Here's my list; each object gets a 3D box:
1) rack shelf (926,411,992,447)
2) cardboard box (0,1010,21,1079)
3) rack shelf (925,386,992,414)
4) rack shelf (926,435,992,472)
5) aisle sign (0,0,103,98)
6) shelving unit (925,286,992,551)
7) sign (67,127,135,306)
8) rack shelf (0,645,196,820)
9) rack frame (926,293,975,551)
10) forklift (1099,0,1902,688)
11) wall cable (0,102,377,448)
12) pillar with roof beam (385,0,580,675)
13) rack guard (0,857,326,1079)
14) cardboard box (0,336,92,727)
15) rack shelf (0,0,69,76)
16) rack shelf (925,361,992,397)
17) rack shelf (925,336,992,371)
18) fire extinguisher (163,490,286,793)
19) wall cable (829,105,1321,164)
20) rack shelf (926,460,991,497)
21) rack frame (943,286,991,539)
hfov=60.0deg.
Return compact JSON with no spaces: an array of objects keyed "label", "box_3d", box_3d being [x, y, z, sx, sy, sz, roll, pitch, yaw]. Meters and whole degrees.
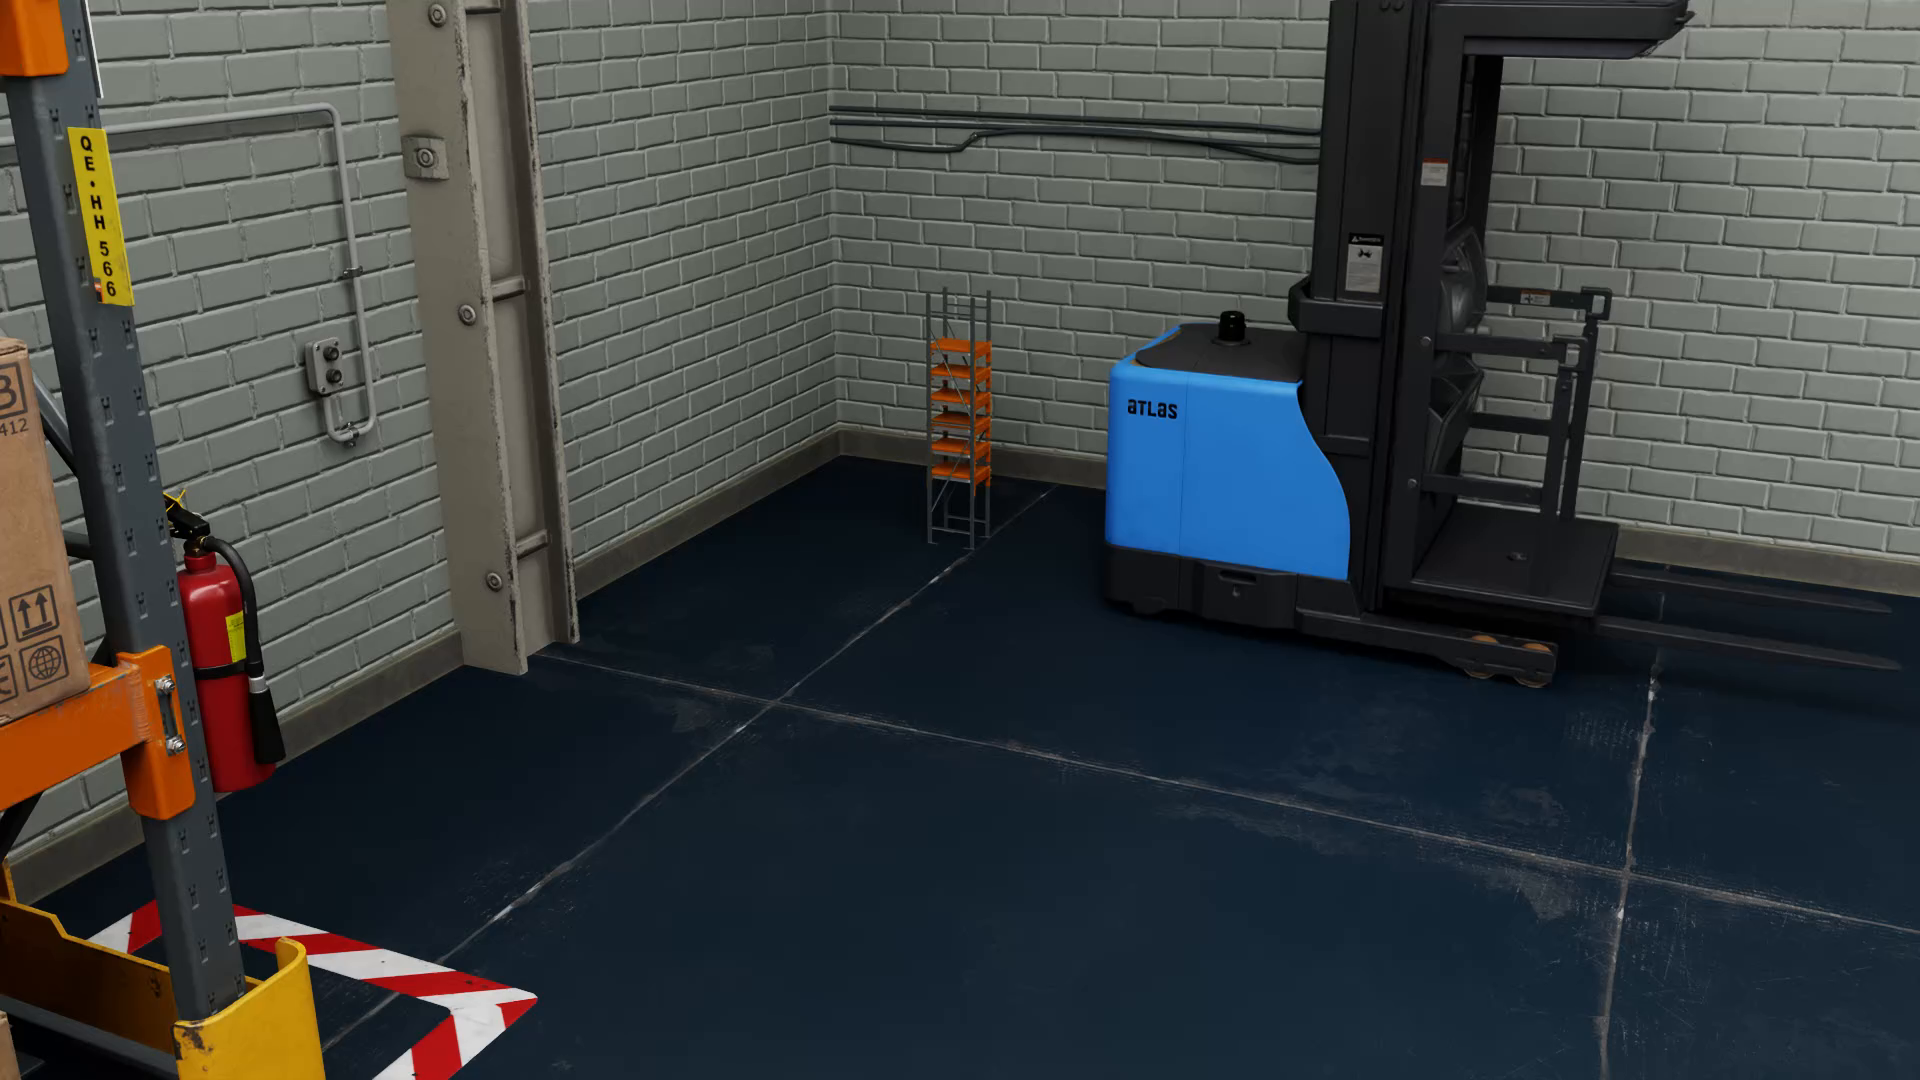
[{"label":"rack shelf","box_3d":[-0.006,-0.519,7.770,0.258,0.103,0.180,9,21,23]},{"label":"cardboard box","box_3d":[-2.287,1.186,3.262,0.700,0.500,0.500,9,21,23]},{"label":"rack shelf","box_3d":[-0.006,-0.632,7.730,0.258,0.103,0.180,9,21,23]},{"label":"rack shelf","box_3d":[-0.006,-0.406,7.810,0.258,0.103,0.180,9,21,23]},{"label":"aisle sign","box_3d":[-1.789,-1.228,3.065,0.394,0.787,0.004,9,21,23]},{"label":"shelving unit","box_3d":[-0.006,-0.561,7.755,0.258,1.200,0.189,9,21,23]},{"label":"sign","box_3d":[-1.603,-0.600,3.099,0.100,0.325,0.005,9,21,23]},{"label":"rack shelf","box_3d":[-2.911,0.928,1.956,1.077,0.370,4.000,9,21,23]},{"label":"rack frame","box_3d":[-0.043,-0.533,7.677,0.240,1.200,0.006,9,21,23]},{"label":"forklift","box_3d":[2.157,-1.018,6.457,3.031,2.935,1.130,9,21,23]},{"label":"wall cable","box_3d":[-2.431,-1.022,4.850,0.084,1.984,1.851,9,21,23]},{"label":"pillar with roof beam","box_3d":[2.152,-3.202,3.543,9.100,9.000,0.400,9,21,23]},{"label":"rack guard","box_3d":[-2.082,1.148,3.994,1.175,0.500,0.348,9,21,23]},{"label":"cardboard box","box_3d":[-2.292,-0.006,3.062,0.980,0.700,0.700,10,22,25]},{"label":"rack shelf","box_3d":[-2.911,-0.485,1.453,1.077,0.370,4.000,9,21,23]},{"label":"rack shelf","box_3d":[-0.006,-0.745,7.690,0.258,0.103,0.180,9,21,23]},{"label":"rack shelf","box_3d":[-0.006,-0.858,7.650,0.258,0.103,0.180,9,21,23]},{"label":"fire extinguisher","box_3d":[-1.609,0.207,3.581,0.296,0.674,0.183,9,21,23]},{"label":"wall cable","box_3d":[0.550,-3.066,7.793,3.097,2.526,0.112,9,21,23]},{"label":"rack shelf","box_3d":[-0.006,-0.293,7.851,0.258,0.103,0.180,9,21,23]},{"label":"rack frame","box_3d":[0.032,-0.589,7.834,0.240,1.200,0.006,9,21,23]}]
